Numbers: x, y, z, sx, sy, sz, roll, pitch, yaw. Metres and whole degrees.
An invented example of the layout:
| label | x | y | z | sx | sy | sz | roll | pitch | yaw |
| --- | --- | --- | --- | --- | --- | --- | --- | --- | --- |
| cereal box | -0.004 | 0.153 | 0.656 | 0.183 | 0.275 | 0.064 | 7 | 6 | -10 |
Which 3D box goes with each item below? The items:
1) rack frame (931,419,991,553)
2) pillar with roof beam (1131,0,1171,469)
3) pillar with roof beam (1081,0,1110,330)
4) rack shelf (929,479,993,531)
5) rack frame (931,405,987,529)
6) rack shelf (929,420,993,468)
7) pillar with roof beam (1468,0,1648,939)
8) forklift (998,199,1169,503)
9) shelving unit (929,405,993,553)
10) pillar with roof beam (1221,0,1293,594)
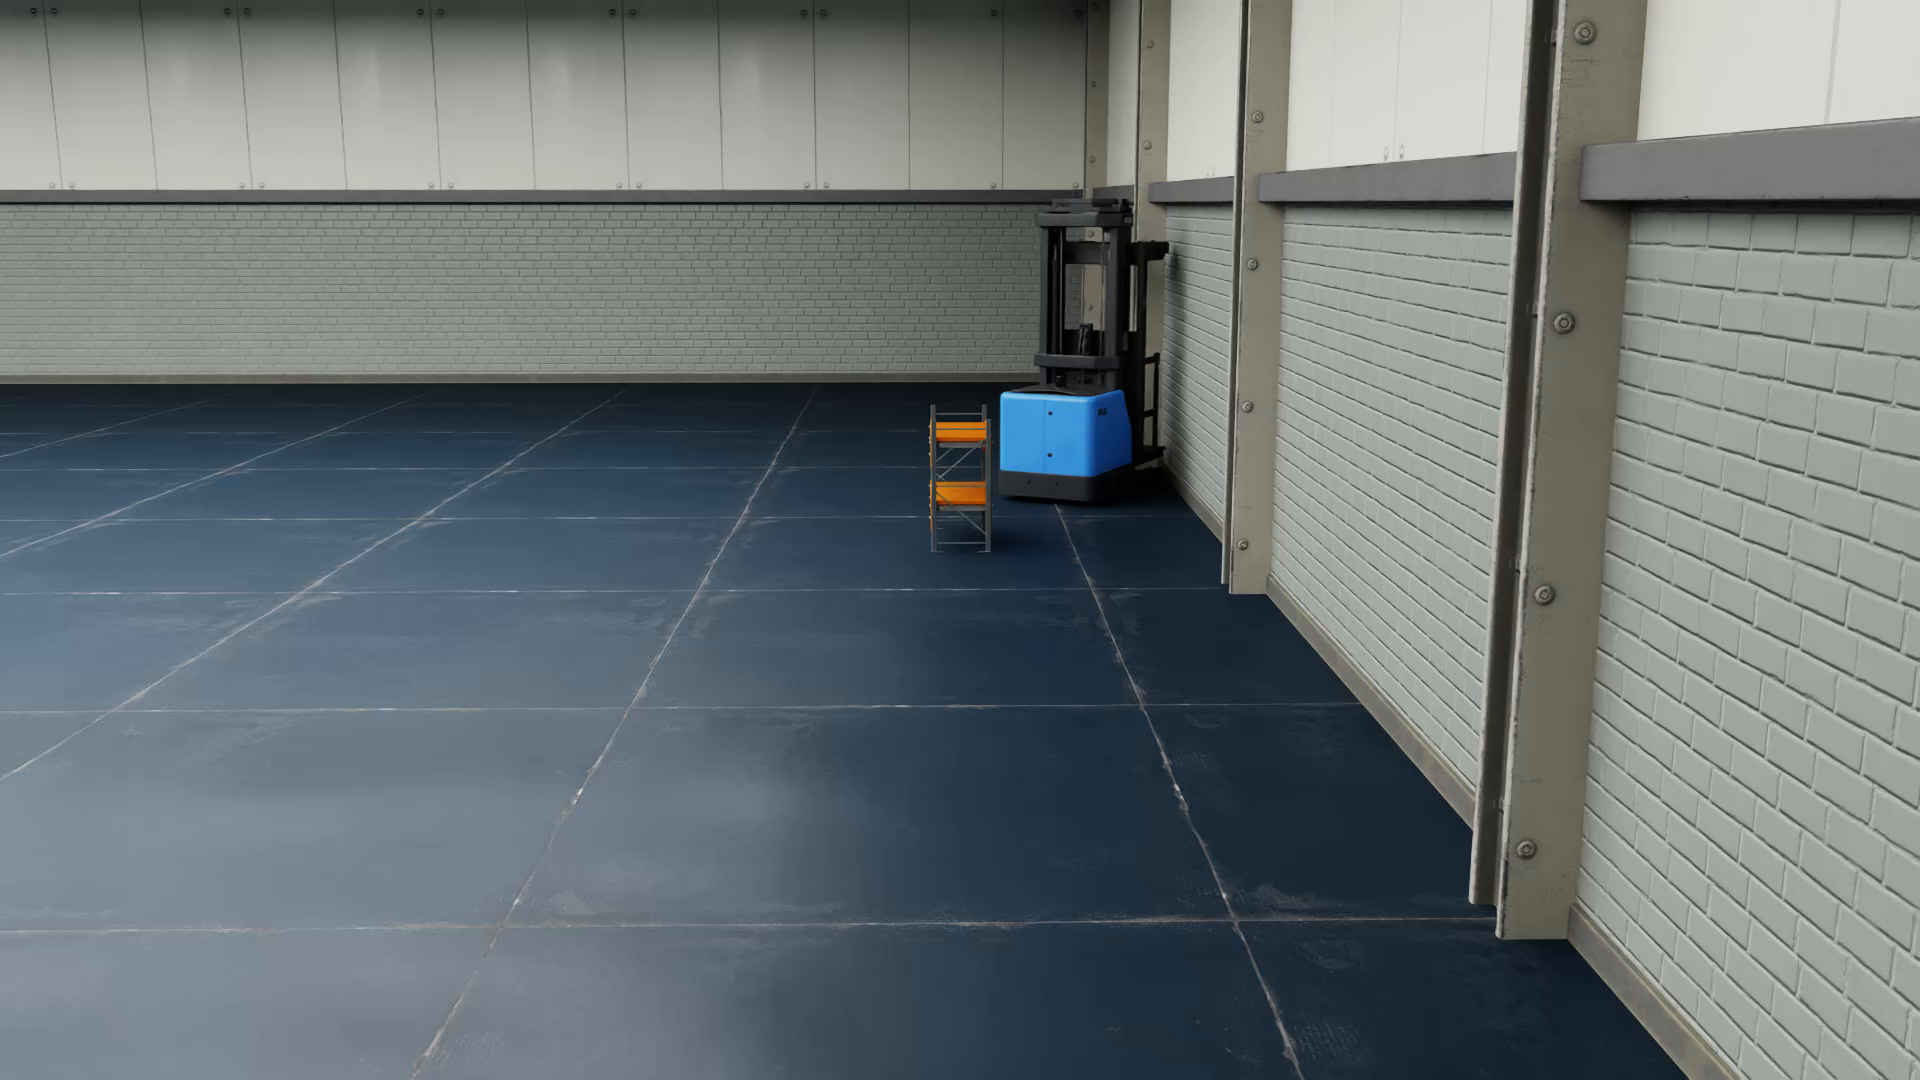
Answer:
| label | x | y | z | sx | sy | sz | roll | pitch | yaw |
| --- | --- | --- | --- | --- | --- | --- | --- | --- | --- |
| rack frame | 0.011 | -0.449 | 13.943 | 0.500 | 1.125 | 0.032 | 0 | 11 | -1 |
| pillar with roof beam | -2.238 | -5.217 | 17.641 | 9.100 | 9.000 | 0.400 | 0 | 11 | -1 |
| pillar with roof beam | -2.362 | -6.410 | 23.520 | 9.100 | 9.000 | 0.400 | 0 | 11 | -1 |
| rack shelf | 0.000 | -0.310 | 14.489 | 0.538 | 0.278 | 1.000 | 0 | 11 | -1 |
| rack frame | -0.010 | -0.651 | 14.939 | 0.500 | 1.125 | 0.032 | 0 | 11 | -1 |
| rack shelf | 0.000 | -0.837 | 14.382 | 0.538 | 0.278 | 1.000 | 0 | 11 | -1 |
| pillar with roof beam | -1.990 | -2.831 | 5.883 | 9.100 | 9.000 | 0.400 | 0 | 11 | -1 |
| forklift | 1.489 | -2.045 | 17.269 | 1.130 | 2.935 | 3.031 | 6 | 13 | 26 |
| shelving unit | 0.000 | -0.550 | 14.441 | 0.538 | 1.125 | 1.048 | 0 | 11 | -1 |
| pillar with roof beam | -2.114 | -4.024 | 11.762 | 9.100 | 9.000 | 0.400 | 0 | 11 | -1 |
